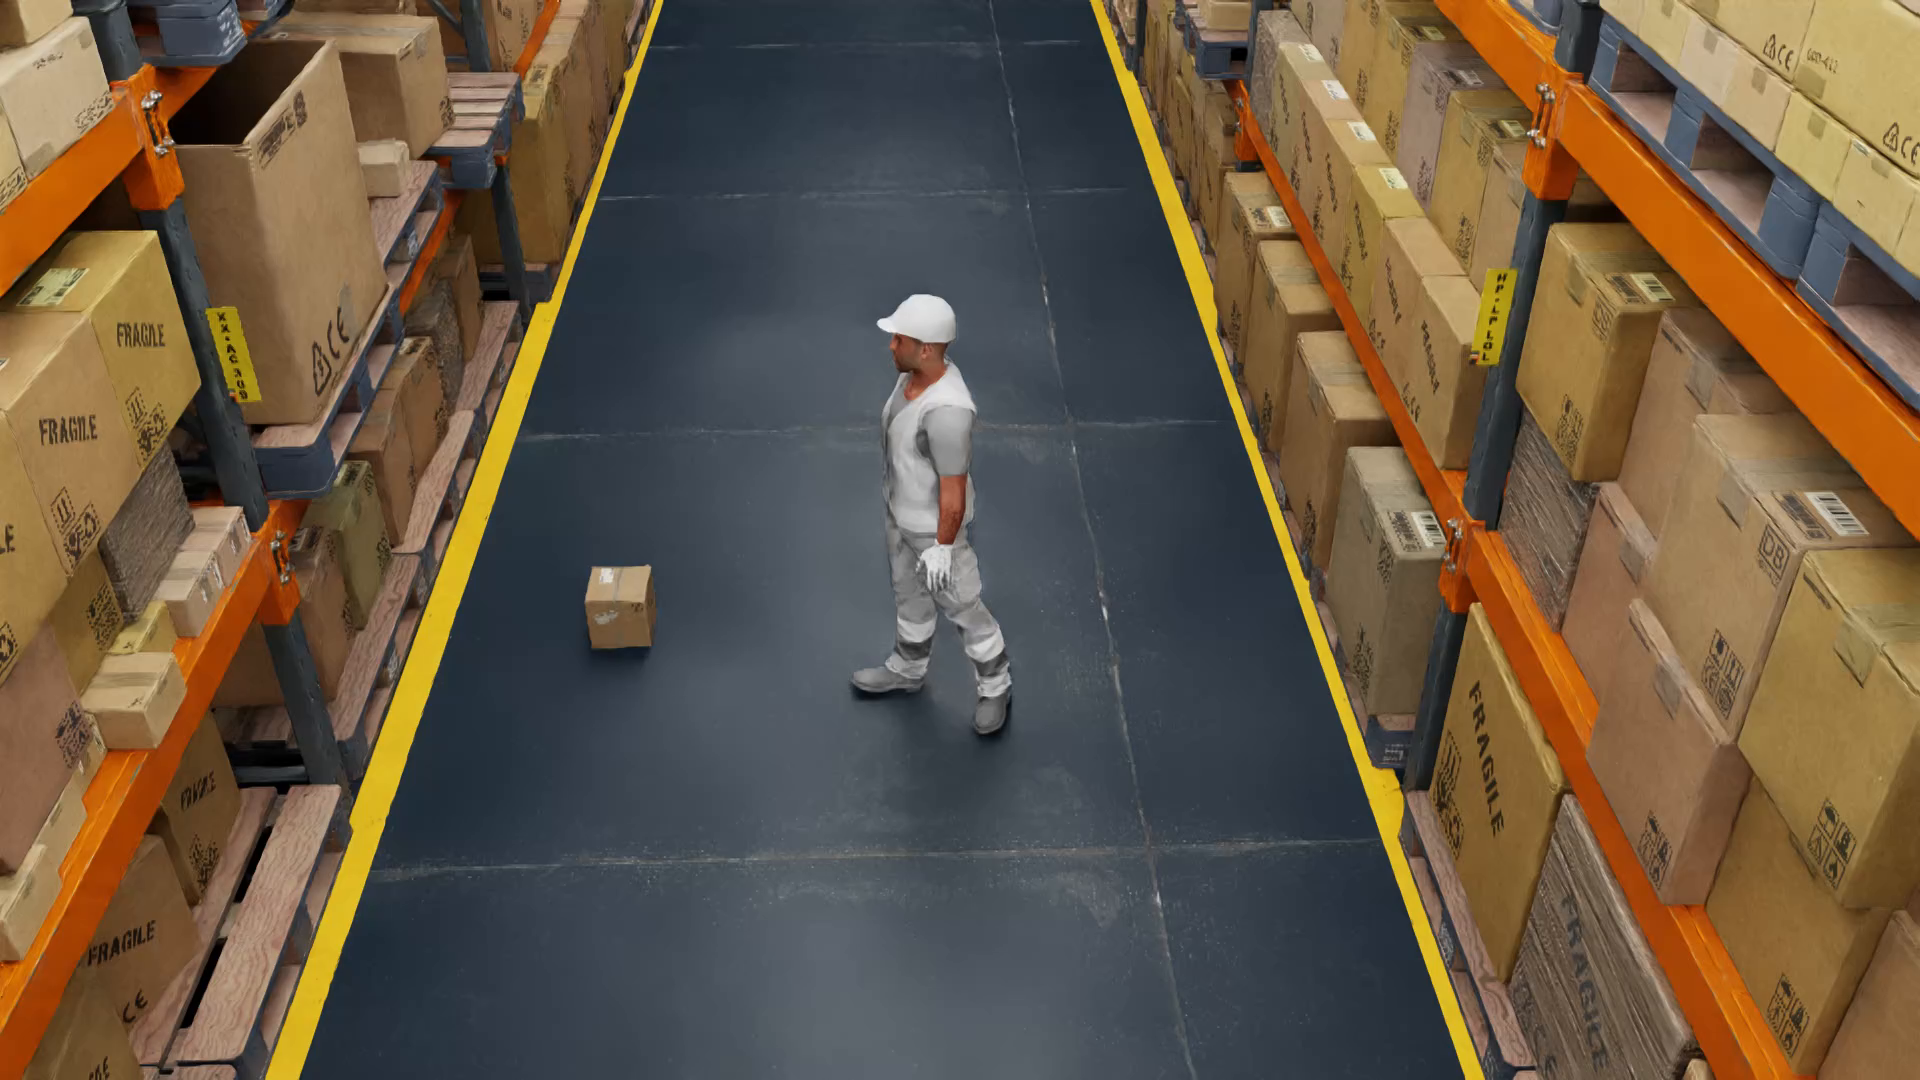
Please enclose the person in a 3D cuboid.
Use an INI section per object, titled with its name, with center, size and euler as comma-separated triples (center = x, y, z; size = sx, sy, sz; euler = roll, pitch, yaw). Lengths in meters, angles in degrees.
[person]
center = -0.127, -0.110, 6.280
size = 0.574, 1.793, 0.735
euler = -13, 37, -18
